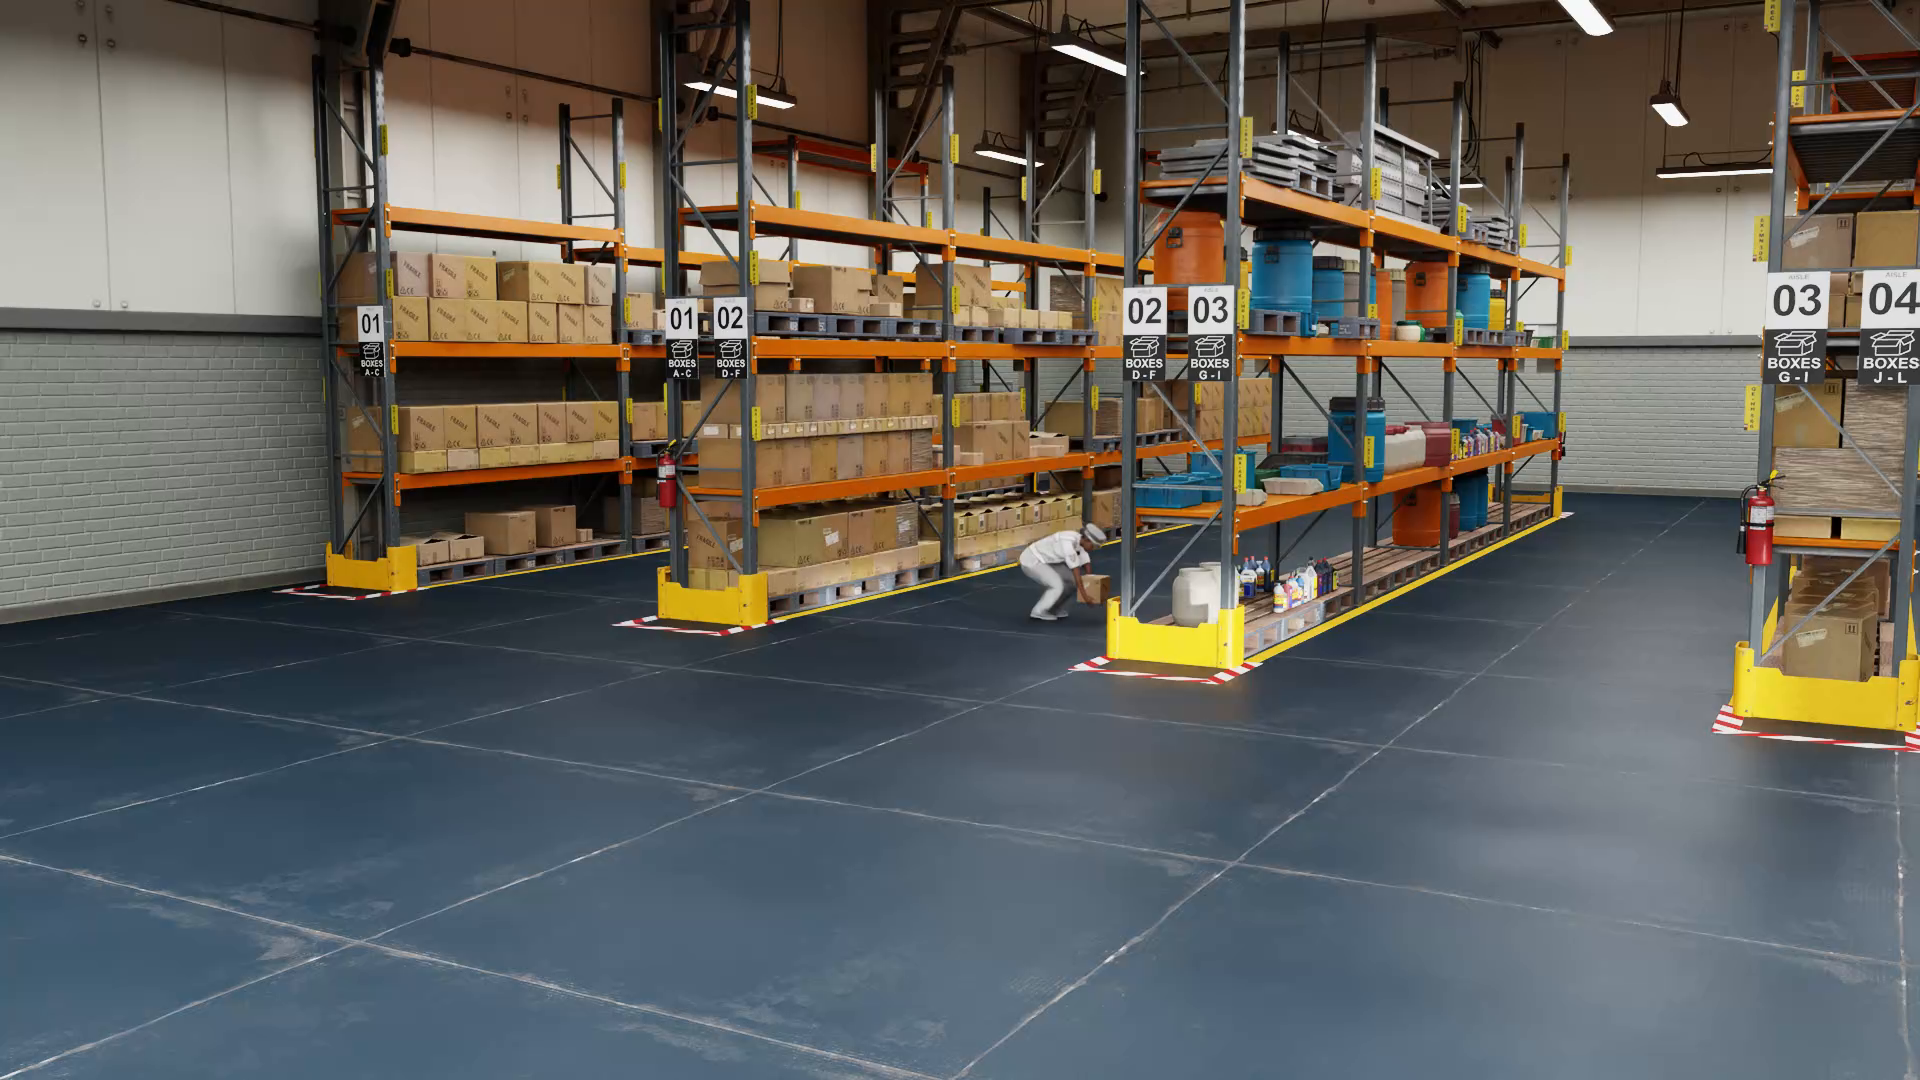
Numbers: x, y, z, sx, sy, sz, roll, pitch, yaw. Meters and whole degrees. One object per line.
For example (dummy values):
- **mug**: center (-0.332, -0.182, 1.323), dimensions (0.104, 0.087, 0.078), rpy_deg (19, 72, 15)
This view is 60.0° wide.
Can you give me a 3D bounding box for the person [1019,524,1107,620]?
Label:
- **person**: center (1.038, 0.314, 16.710), dimensions (0.891, 0.977, 0.463), rpy_deg (3, 7, 27)
